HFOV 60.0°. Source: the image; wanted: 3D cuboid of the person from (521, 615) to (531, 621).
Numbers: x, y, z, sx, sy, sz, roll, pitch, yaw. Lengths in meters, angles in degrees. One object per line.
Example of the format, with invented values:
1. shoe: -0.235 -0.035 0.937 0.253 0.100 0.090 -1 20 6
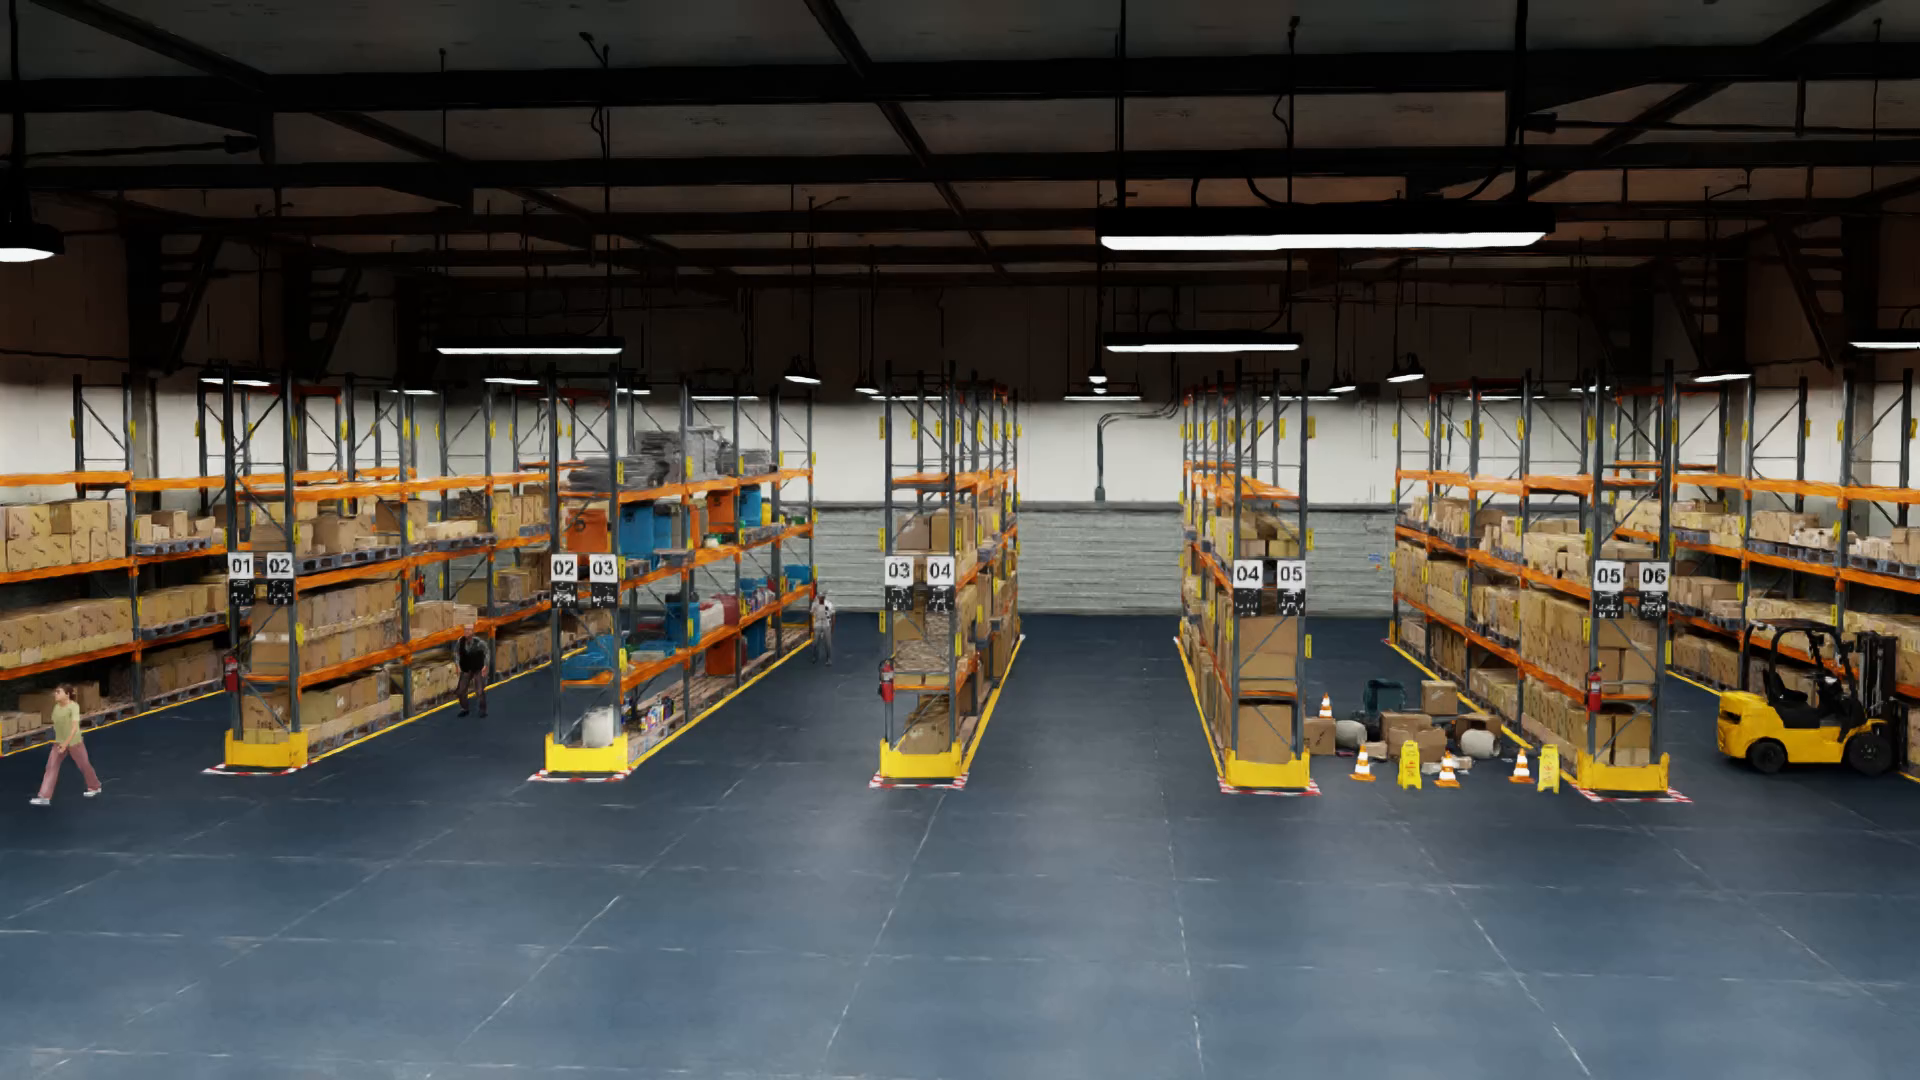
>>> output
1. person: -11.501 1.281 43.838 0.542 1.645 1.126 0 4 7

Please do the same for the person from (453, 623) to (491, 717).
1. person: -8.494 2.269 28.967 0.676 1.674 0.534 0 4 3

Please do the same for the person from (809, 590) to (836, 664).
1. person: -2.950 1.856 35.634 0.592 1.625 0.532 0 4 3

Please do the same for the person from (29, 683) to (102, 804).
1. person: -12.003 2.725 22.345 0.446 1.587 1.011 1 4 14
